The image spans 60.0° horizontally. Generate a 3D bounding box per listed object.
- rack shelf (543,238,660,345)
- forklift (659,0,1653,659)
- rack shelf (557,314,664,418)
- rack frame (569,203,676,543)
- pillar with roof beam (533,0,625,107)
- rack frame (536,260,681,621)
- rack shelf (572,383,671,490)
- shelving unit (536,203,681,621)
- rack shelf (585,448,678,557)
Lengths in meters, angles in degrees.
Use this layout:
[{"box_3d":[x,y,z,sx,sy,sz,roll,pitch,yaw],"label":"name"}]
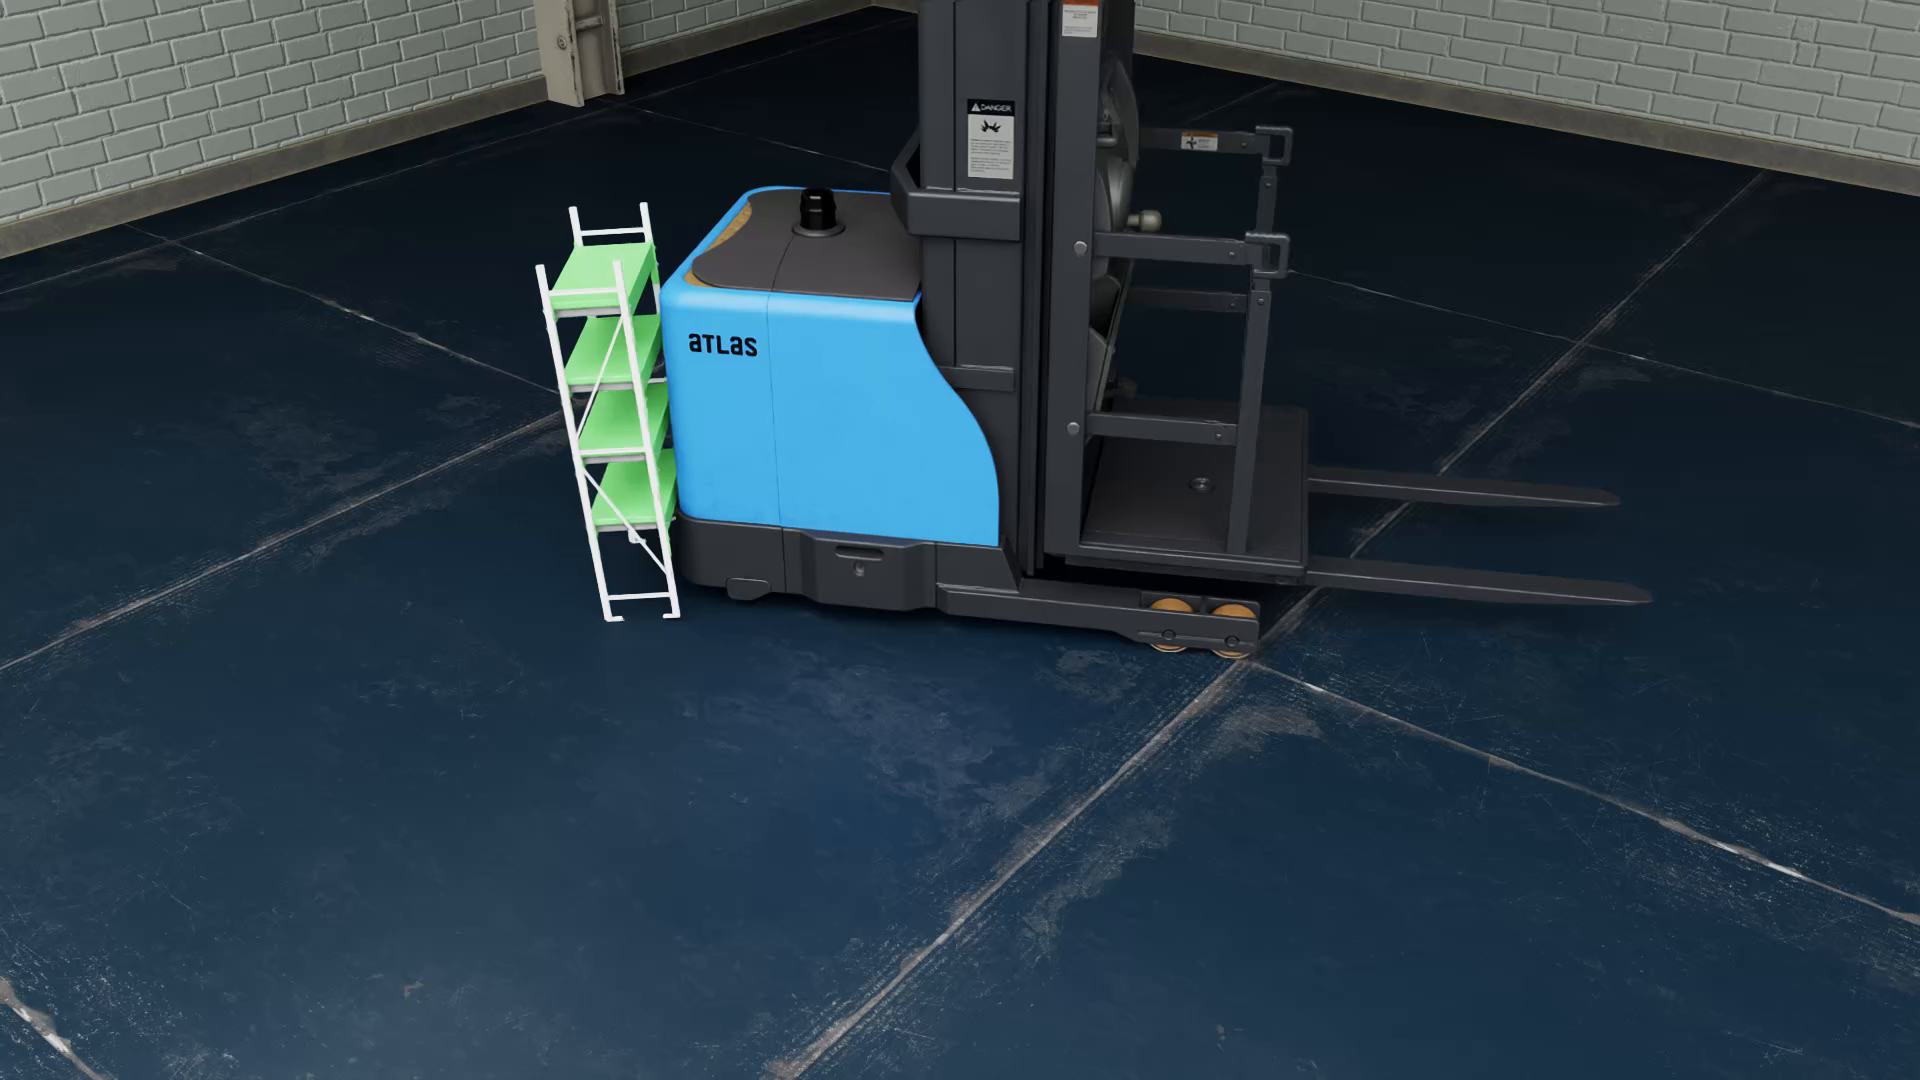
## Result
[{"box_3d":[-1.072,-0.748,5.006,0.258,0.148,0.480,-3,31,1],"label":"rack shelf"},{"box_3d":[0.654,-1.187,4.879,3.031,2.935,1.130,5,31,9],"label":"forklift"},{"box_3d":[-1.058,-0.542,5.129,0.258,0.148,0.480,-3,31,1],"label":"rack shelf"},{"box_3d":[-1.051,-0.515,5.428,0.240,1.200,0.015,-3,31,1],"label":"rack frame"},{"box_3d":[1.075,-5.342,5.937,9.100,9.000,0.400,21,37,31],"label":"pillar with roof beam"},{"box_3d":[-1.046,-0.266,5.008,0.240,1.200,0.015,-3,31,1],"label":"rack frame"},{"box_3d":[-1.045,-0.336,5.251,0.258,0.148,0.480,-3,31,1],"label":"rack shelf"},{"box_3d":[-1.049,-0.390,5.218,0.258,1.200,0.503,-3,31,1],"label":"shelving unit"},{"box_3d":[-1.032,-0.129,5.373,0.258,0.148,0.480,-3,31,1],"label":"rack shelf"}]
